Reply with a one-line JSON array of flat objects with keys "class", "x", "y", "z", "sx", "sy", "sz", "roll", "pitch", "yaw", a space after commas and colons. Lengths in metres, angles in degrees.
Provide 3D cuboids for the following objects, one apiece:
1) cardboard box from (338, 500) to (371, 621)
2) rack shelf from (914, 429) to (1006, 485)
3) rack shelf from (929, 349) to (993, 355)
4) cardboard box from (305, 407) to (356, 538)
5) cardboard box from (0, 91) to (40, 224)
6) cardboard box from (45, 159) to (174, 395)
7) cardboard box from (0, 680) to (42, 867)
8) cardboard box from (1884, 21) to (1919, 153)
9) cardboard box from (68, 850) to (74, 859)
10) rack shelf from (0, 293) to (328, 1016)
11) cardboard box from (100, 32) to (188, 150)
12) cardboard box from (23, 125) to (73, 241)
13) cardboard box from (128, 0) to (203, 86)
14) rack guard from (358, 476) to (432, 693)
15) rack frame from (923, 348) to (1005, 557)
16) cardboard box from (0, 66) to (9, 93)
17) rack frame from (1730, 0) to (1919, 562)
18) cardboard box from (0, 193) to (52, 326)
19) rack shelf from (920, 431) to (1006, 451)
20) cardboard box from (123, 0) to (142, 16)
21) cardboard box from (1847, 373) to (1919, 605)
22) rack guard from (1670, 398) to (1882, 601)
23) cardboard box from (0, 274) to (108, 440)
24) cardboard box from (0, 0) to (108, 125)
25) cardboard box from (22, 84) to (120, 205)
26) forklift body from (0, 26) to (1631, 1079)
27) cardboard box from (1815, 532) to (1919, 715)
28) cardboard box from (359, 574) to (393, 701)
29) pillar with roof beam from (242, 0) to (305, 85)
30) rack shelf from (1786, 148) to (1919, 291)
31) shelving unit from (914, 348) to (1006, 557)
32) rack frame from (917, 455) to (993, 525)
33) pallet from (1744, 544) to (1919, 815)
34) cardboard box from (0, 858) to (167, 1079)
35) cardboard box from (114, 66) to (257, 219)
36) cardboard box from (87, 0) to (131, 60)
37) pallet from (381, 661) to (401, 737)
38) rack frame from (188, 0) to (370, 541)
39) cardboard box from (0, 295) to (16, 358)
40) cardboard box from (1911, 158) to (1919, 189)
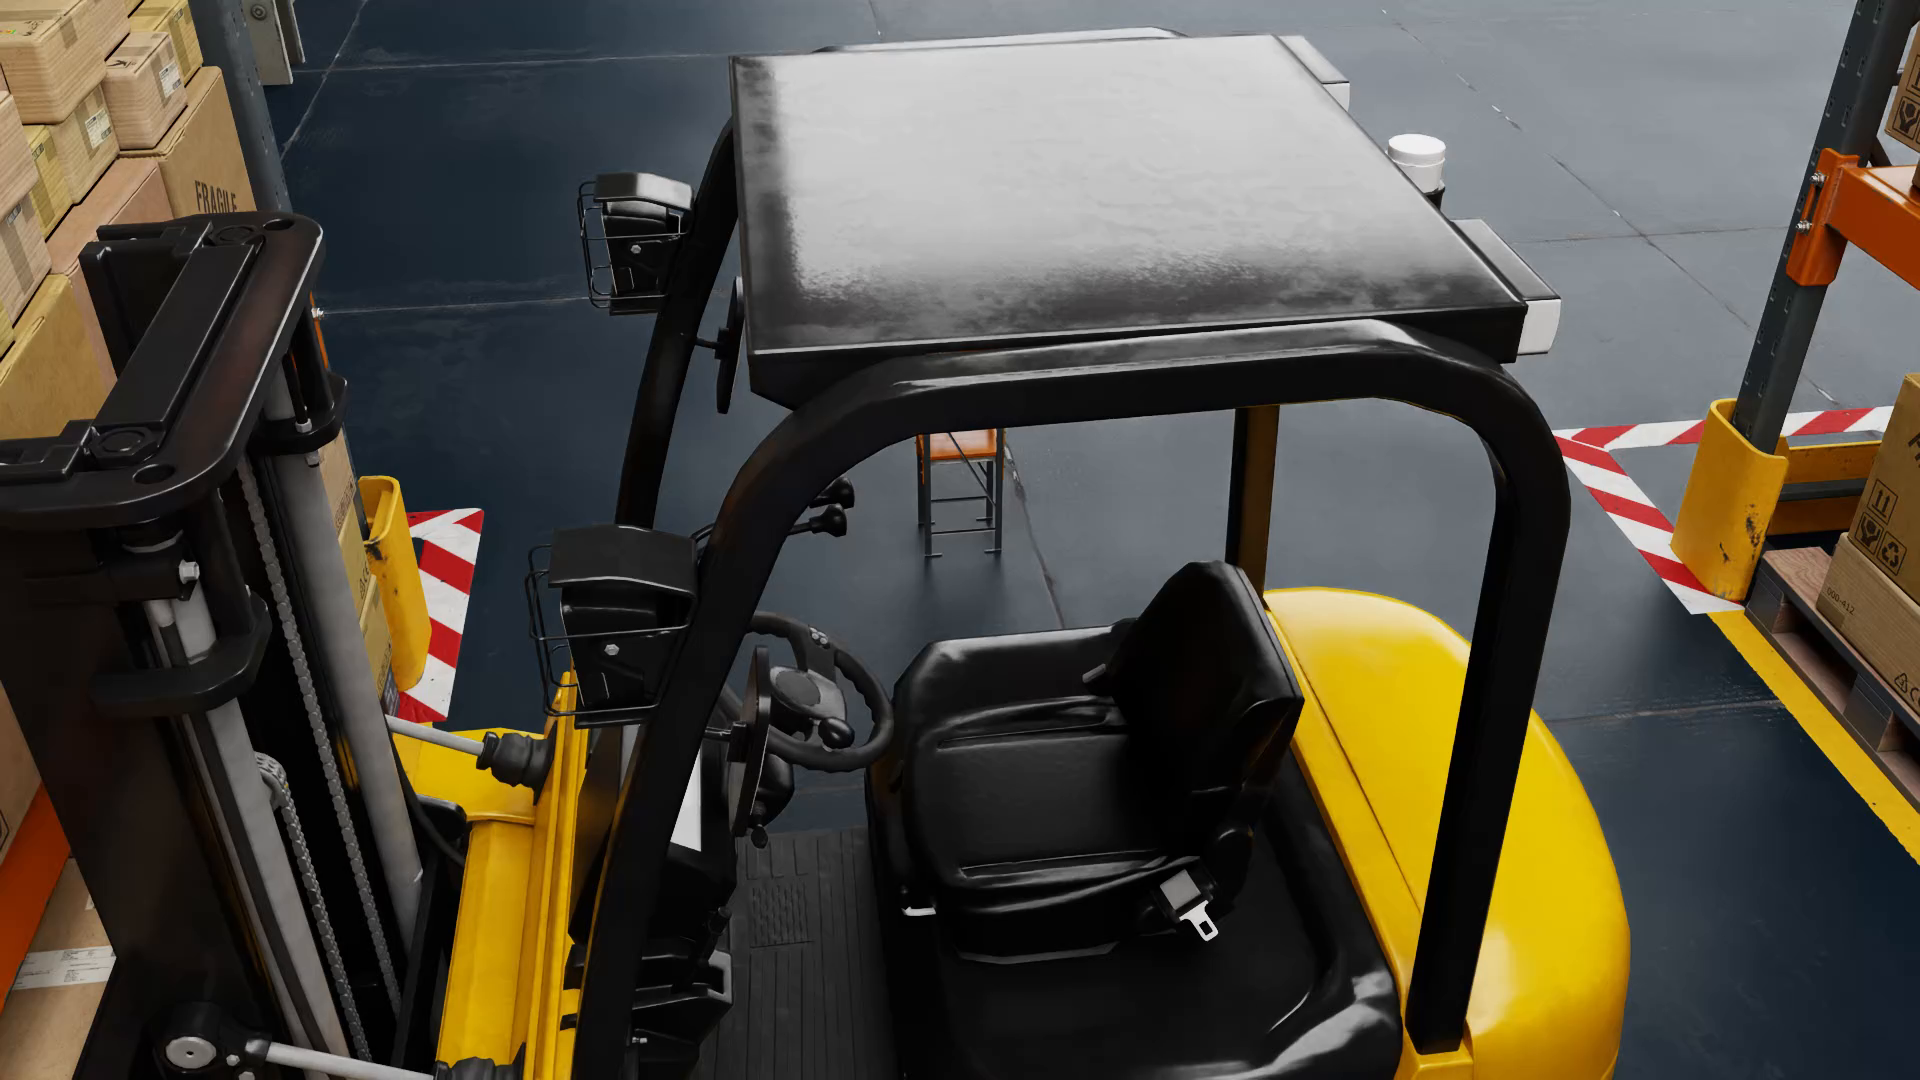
[{"class": "cardboard box", "x": -1.731, "y": 0.148, "z": 3.994, "sx": 0.500, "sy": 0.250, "sz": 0.500, "roll": -5, "pitch": 35, "yaw": -7}, {"class": "rack shelf", "x": -0.002, "y": -0.269, "z": 5.084, "sx": 0.258, "sy": 0.103, "sz": 0.180, "roll": -4, "pitch": 35, "yaw": -6}, {"class": "rack shelf", "x": -0.002, "y": -0.566, "z": 4.881, "sx": 0.258, "sy": 0.103, "sz": 0.180, "roll": -4, "pitch": 35, "yaw": -6}, {"class": "cardboard box", "x": -1.735, "y": -0.073, "z": 3.874, "sx": 0.500, "sy": 0.250, "sz": 0.500, "roll": -3, "pitch": 34, "yaw": -5}, {"class": "cardboard box", "x": -1.618, "y": -0.544, "z": 2.455, "sx": 0.380, "sy": 0.149, "sz": 0.250, "roll": -4, "pitch": 34, "yaw": -5}, {"class": "cardboard box", "x": -1.719, "y": -0.352, "z": 3.015, "sx": 0.500, "sy": 0.500, "sz": 0.500, "roll": -3, "pitch": 34, "yaw": -5}, {"class": "cardboard box", "x": -1.571, "y": 0.213, "z": 2.185, "sx": 0.500, "sy": 0.500, "sz": 0.500, "roll": -4, "pitch": 34, "yaw": -6}, {"class": "cardboard box", "x": 2.601, "y": -1.113, "z": 3.866, "sx": 0.500, "sy": 0.500, "sz": 0.500, "roll": -5, "pitch": 35, "yaw": -7}, {"class": "cardboard box", "x": -1.583, "y": 0.492, "z": 3.045, "sx": 0.500, "sy": 0.250, "sz": 0.500, "roll": -4, "pitch": 34, "yaw": -6}, {"class": "rack shelf", "x": -1.837, "y": 0.557, "z": 2.407, "sx": 1.077, "sy": 0.370, "sz": 4.000, "roll": -4, "pitch": 35, "yaw": -6}, {"class": "cardboard box", "x": -1.718, "y": -0.853, "z": 3.173, "sx": 0.380, "sy": 0.149, "sz": 0.250, "roll": -4, "pitch": 34, "yaw": -6}, {"class": "cardboard box", "x": -1.722, "y": -0.564, "z": 2.749, "sx": 0.380, "sy": 0.149, "sz": 0.250, "roll": -5, "pitch": 35, "yaw": -7}, {"class": "cardboard box", "x": -1.782, "y": -0.993, "z": 3.379, "sx": 0.380, "sy": 0.149, "sz": 0.250, "roll": -4, "pitch": 34, "yaw": -6}, {"class": "rack guard", "x": -2.109, "y": 0.164, "z": 4.566, "sx": 1.175, "sy": 0.500, "sz": 0.348, "roll": -4, "pitch": 35, "yaw": -6}, {"class": "rack frame", "x": 0.010, "y": -0.453, "z": 4.849, "sx": 0.240, "sy": 1.200, "sz": 0.006, "roll": -4, "pitch": 35, "yaw": -6}, {"class": "cardboard box", "x": -1.763, "y": -0.681, "z": 2.656, "sx": 0.380, "sy": 0.149, "sz": 0.250, "roll": -4, "pitch": 34, "yaw": -6}, {"class": "rack frame", "x": 2.812, "y": -1.234, "z": 4.397, "sx": 1.000, "sy": 3.000, "sz": 0.127, "roll": -4, "pitch": 35, "yaw": -6}, {"class": "cardboard box", "x": -1.639, "y": -0.419, "z": 2.536, "sx": 0.380, "sy": 0.149, "sz": 0.250, "roll": -5, "pitch": 35, "yaw": -8}, {"class": "rack shelf", "x": -0.002, "y": -0.368, "z": 5.017, "sx": 0.258, "sy": 0.103, "sz": 0.180, "roll": -4, "pitch": 35, "yaw": -6}, {"class": "cardboard box", "x": -1.849, "y": -1.104, "z": 3.278, "sx": 0.380, "sy": 0.149, "sz": 0.250, "roll": -4, "pitch": 35, "yaw": -6}, {"class": "cardboard box", "x": 2.650, "y": -0.097, "z": 4.131, "sx": 0.500, "sy": 0.500, "sz": 0.500, "roll": -5, "pitch": 35, "yaw": -8}, {"class": "rack guard", "x": 2.822, "y": -0.159, "z": 5.039, "sx": 1.175, "sy": 0.500, "sz": 0.348, "roll": -4, "pitch": 35, "yaw": -6}, {"class": "cardboard box", "x": -1.650, "y": -0.066, "z": 2.595, "sx": 0.500, "sy": 0.500, "sz": 0.500, "roll": -5, "pitch": 35, "yaw": -7}, {"class": "cardboard box", "x": -1.723, "y": -0.825, "z": 2.868, "sx": 0.380, "sy": 0.149, "sz": 0.250, "roll": -4, "pitch": 34, "yaw": -5}, {"class": "cardboard box", "x": -1.744, "y": -0.703, "z": 2.954, "sx": 0.380, "sy": 0.149, "sz": 0.250, "roll": -4, "pitch": 34, "yaw": -5}, {"class": "forklift body", "x": -0.043, "y": 0.415, "z": 2.731, "sx": 2.313, "sy": 2.155, "sz": 1.214, "roll": -4, "pitch": 35, "yaw": -6}, {"class": "cardboard box", "x": 2.646, "y": 0.200, "z": 4.362, "sx": 0.500, "sy": 0.250, "sz": 0.500, "roll": -5, "pitch": 35, "yaw": -7}, {"class": "cardboard box", "x": -1.730, "y": 0.345, "z": 4.149, "sx": 0.500, "sy": 0.250, "sz": 0.500, "roll": -4, "pitch": 34, "yaw": -6}, {"class": "pillar with roof beam", "x": 0.553, "y": -6.552, "z": 6.874, "sx": 9.100, "sy": 9.000, "sz": 0.400, "roll": -4, "pitch": 35, "yaw": -6}, {"class": "rack shelf", "x": 3.081, "y": 0.179, "z": 2.962, "sx": 1.077, "sy": 0.370, "sz": 4.000, "roll": -4, "pitch": 35, "yaw": -6}, {"class": "shelving unit", "x": -0.002, "y": -0.504, "z": 4.924, "sx": 0.258, "sy": 1.200, "sz": 0.189, "roll": -4, "pitch": 35, "yaw": -6}, {"class": "rack frame", "x": -0.014, "y": -0.555, "z": 4.999, "sx": 0.240, "sy": 1.200, "sz": 0.006, "roll": -4, "pitch": 35, "yaw": -6}, {"class": "pallet", "x": 2.896, "y": 0.417, "z": 4.451, "sx": 1.003, "sy": 0.211, "sz": 1.213, "roll": -4, "pitch": 35, "yaw": -6}, {"class": "cardboard box", "x": -1.522, "y": 0.776, "z": 2.629, "sx": 0.500, "sy": 0.250, "sz": 0.500, "roll": -5, "pitch": 35, "yaw": -7}, {"class": "cardboard box", "x": -1.780, "y": -0.643, "z": 3.440, "sx": 0.500, "sy": 0.500, "sz": 0.500, "roll": -5, "pitch": 35, "yaw": -7}, {"class": "cardboard box", "x": -1.785, "y": -0.969, "z": 3.079, "sx": 0.380, "sy": 0.149, "sz": 0.250, "roll": -4, "pitch": 35, "yaw": -6}, {"class": "pallet", "x": -1.962, "y": 0.720, "z": 4.006, "sx": 1.003, "sy": 0.211, "sz": 1.213, "roll": -4, "pitch": 35, "yaw": -6}, {"class": "rack frame", "x": -2.106, "y": -0.856, "z": 3.842, "sx": 1.000, "sy": 3.000, "sz": 0.127, "roll": -4, "pitch": 35, "yaw": -6}, {"class": "cardboard box", "x": -1.585, "y": -0.279, "z": 2.331, "sx": 0.380, "sy": 0.149, "sz": 0.250, "roll": -4, "pitch": 34, "yaw": -6}, {"class": "cardboard box", "x": 2.653, "y": -0.925, "z": 4.167, "sx": 0.380, "sy": 0.149, "sz": 0.250, "roll": -4, "pitch": 35, "yaw": -6}]
